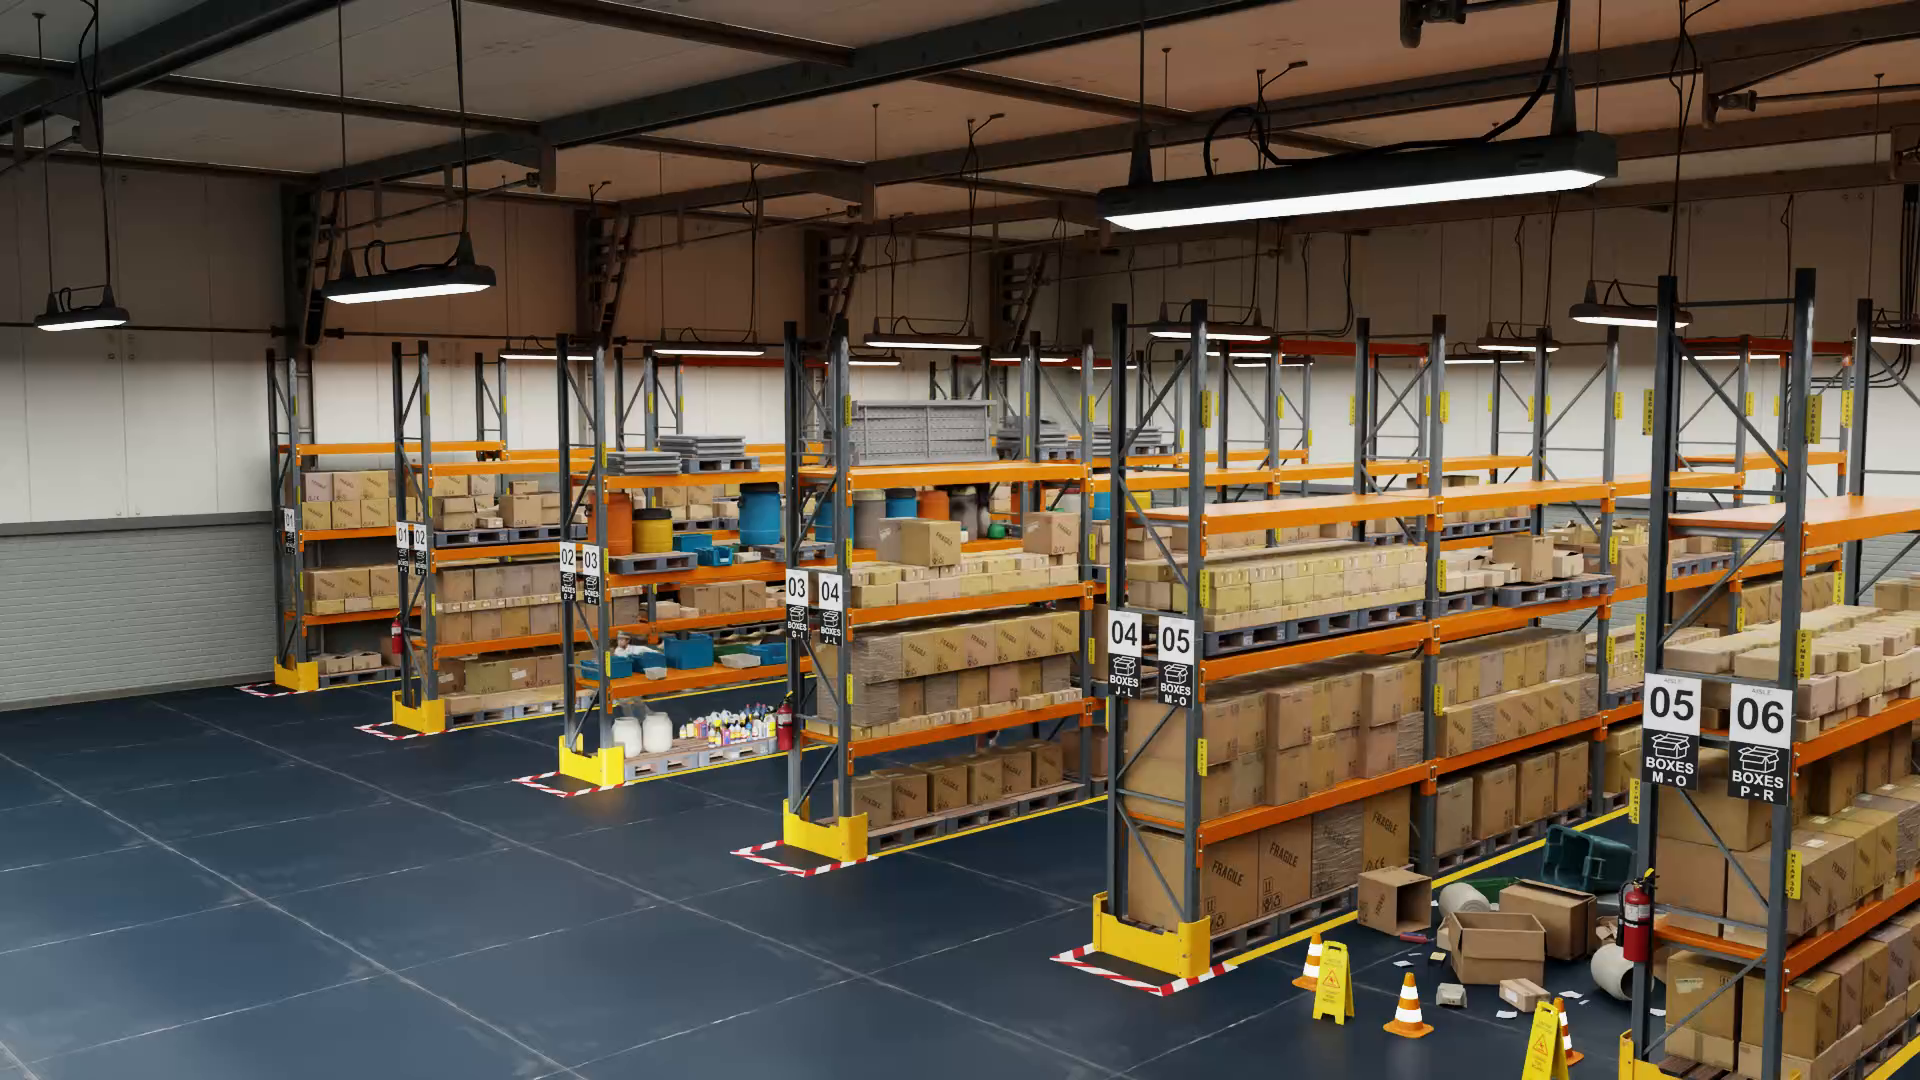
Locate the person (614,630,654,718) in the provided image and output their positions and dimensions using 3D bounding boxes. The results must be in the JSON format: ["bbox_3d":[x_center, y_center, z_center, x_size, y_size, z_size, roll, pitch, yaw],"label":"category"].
[{"bbox_3d":[-4.945,2.153,25.223,0.598,1.645,0.882,4,6,38],"label":"person"}]

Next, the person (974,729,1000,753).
[{"bbox_3d":[0.382,2.302,23.695,0.588,1.627,0.758,4,6,38],"label":"person"}]
